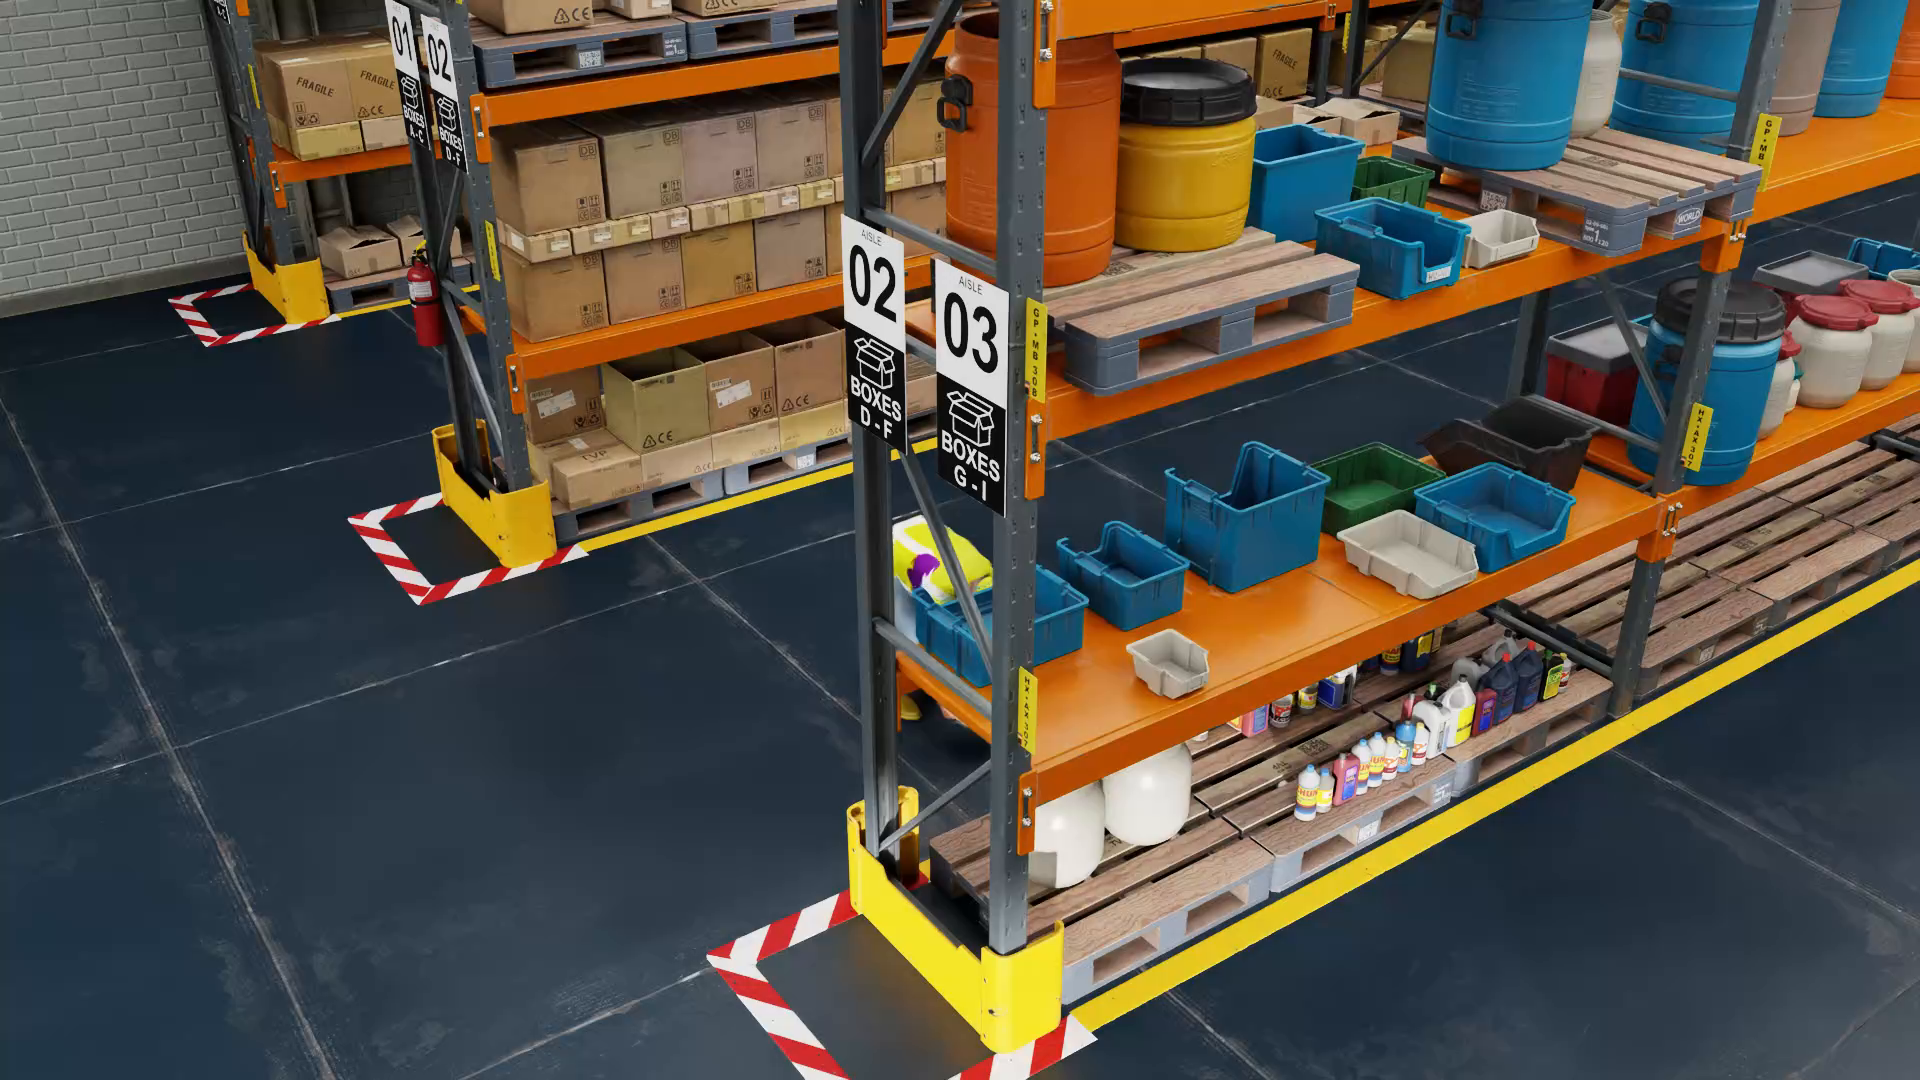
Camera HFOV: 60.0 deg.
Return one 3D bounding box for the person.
[{"bbox_3d":[-0.162,0.097,8.425,0.502,1.761,0.587,-19,34,-31],"label":"person"}]
